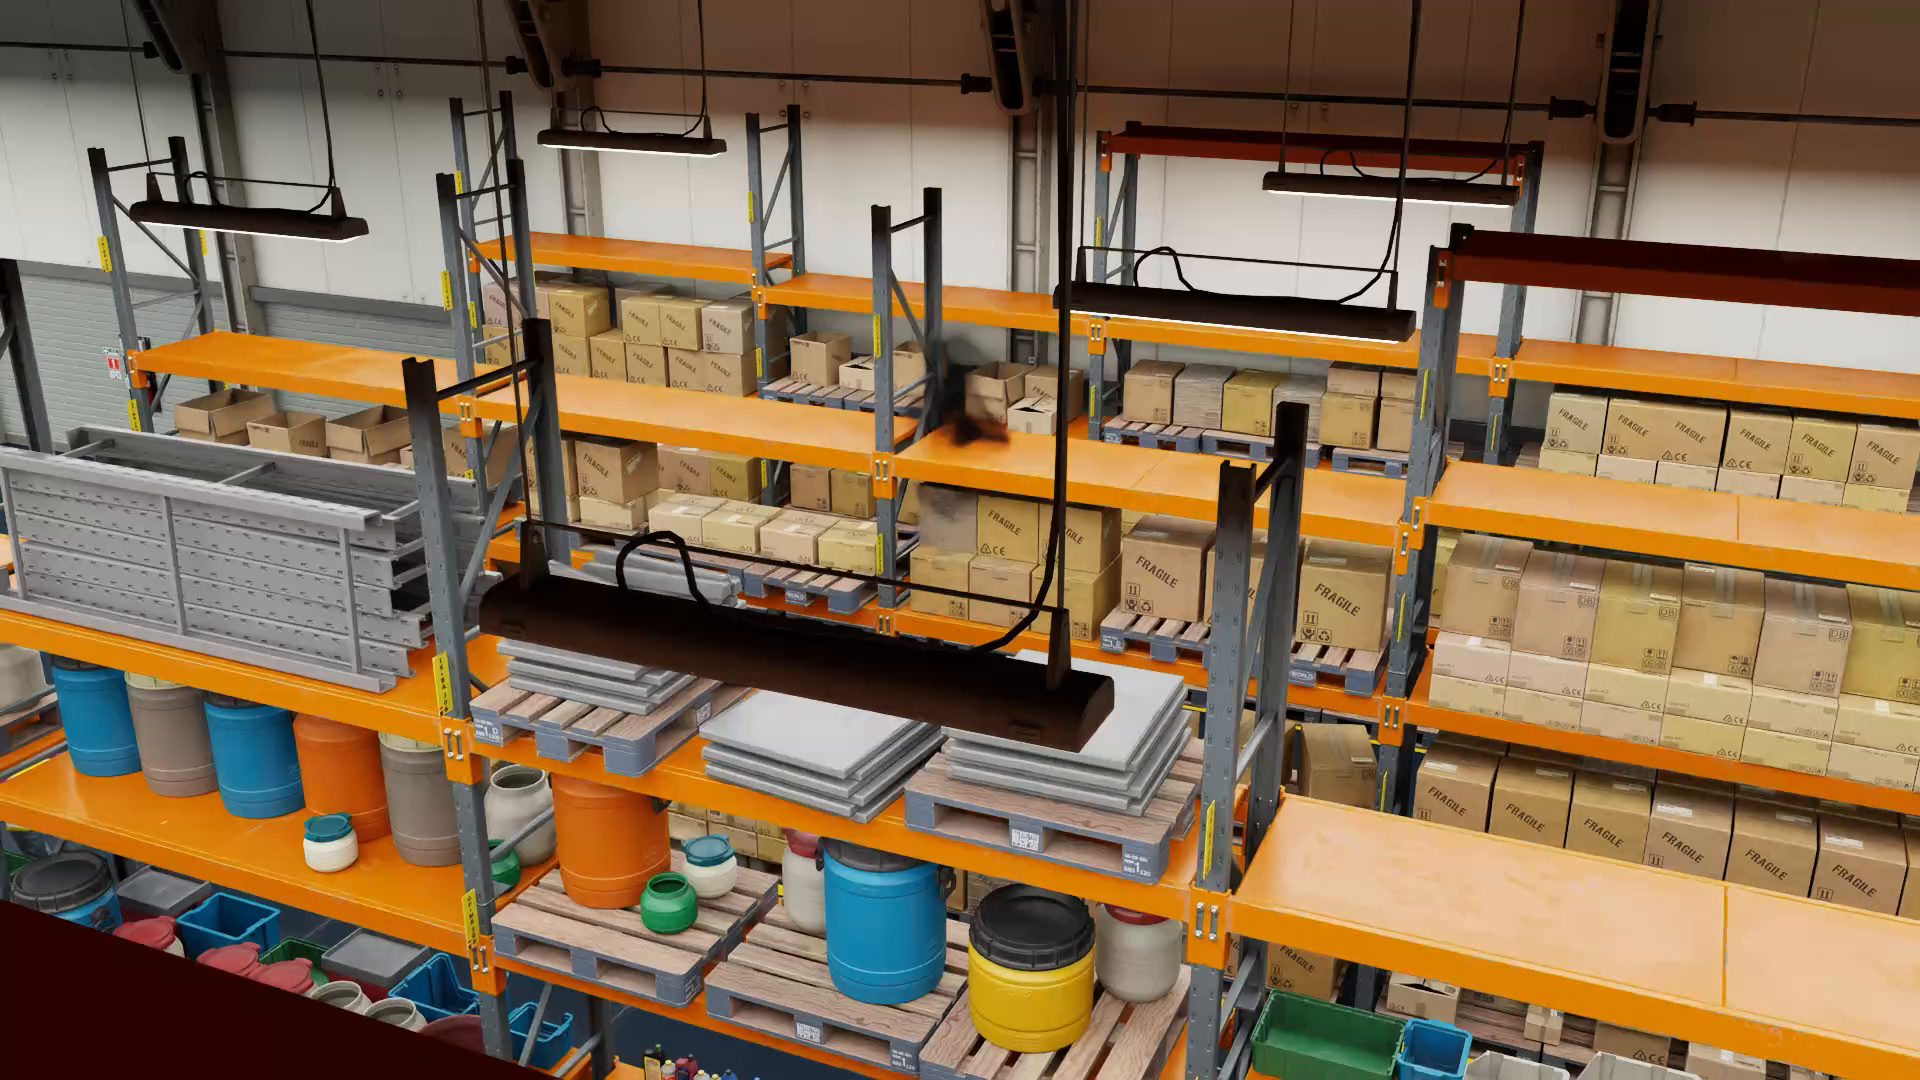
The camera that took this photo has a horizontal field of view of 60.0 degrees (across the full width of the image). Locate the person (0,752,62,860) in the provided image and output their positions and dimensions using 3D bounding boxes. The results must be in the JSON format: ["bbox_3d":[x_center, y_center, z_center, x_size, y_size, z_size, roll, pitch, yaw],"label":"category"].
[{"bbox_3d":[-7.822,2.329,13.988,0.699,1.724,0.688,6,21,16],"label":"person"}]
